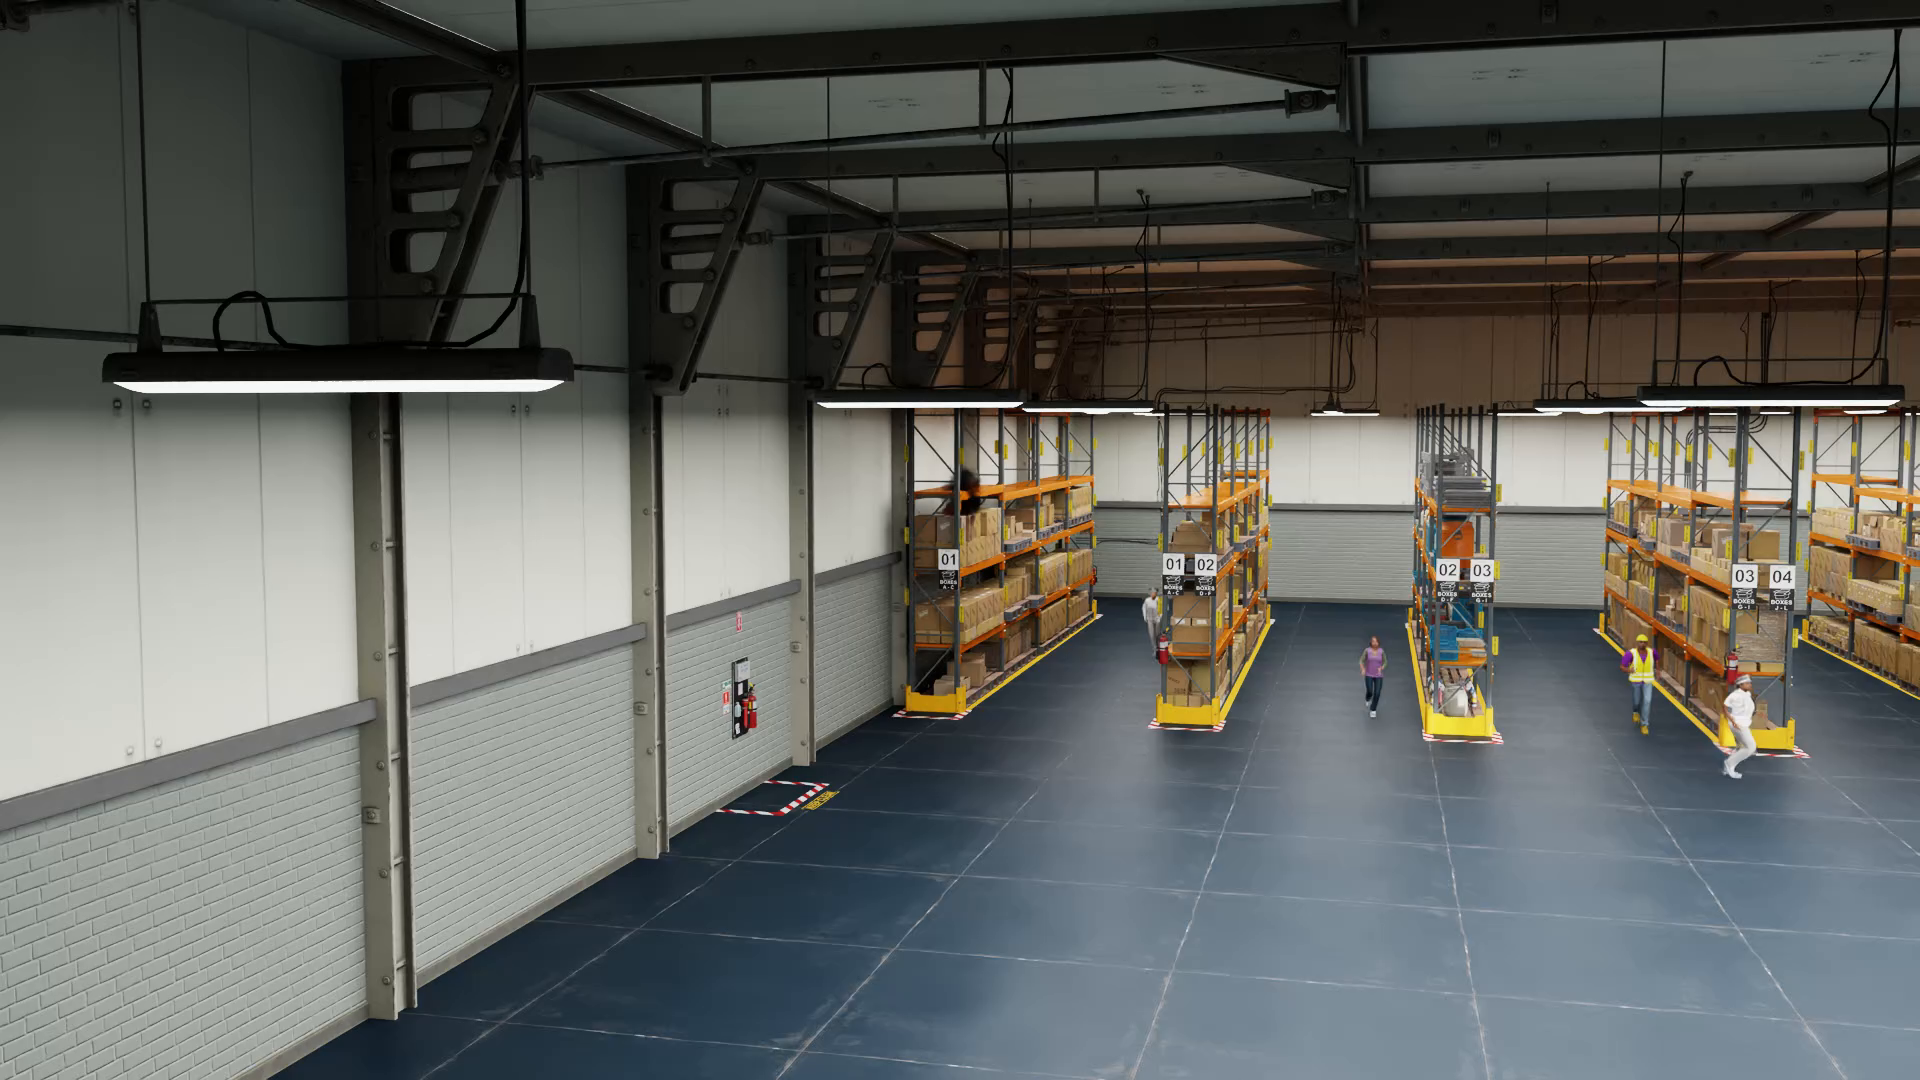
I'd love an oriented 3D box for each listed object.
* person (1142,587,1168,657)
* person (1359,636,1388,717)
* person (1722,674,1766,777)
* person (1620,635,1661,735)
[{"bbox_3d":[4.724,1.964,40.417,0.643,1.676,0.727,1,4,19],"label":"person"},{"bbox_3d":[7.941,2.625,31.916,0.531,1.557,0.539,1,4,8],"label":"person"},{"bbox_3d":[12.486,2.957,26.466,0.584,1.666,0.559,4,6,43],"label":"person"},{"bbox_3d":[12.505,2.618,30.545,0.730,1.786,0.994,1,4,13],"label":"person"}]
